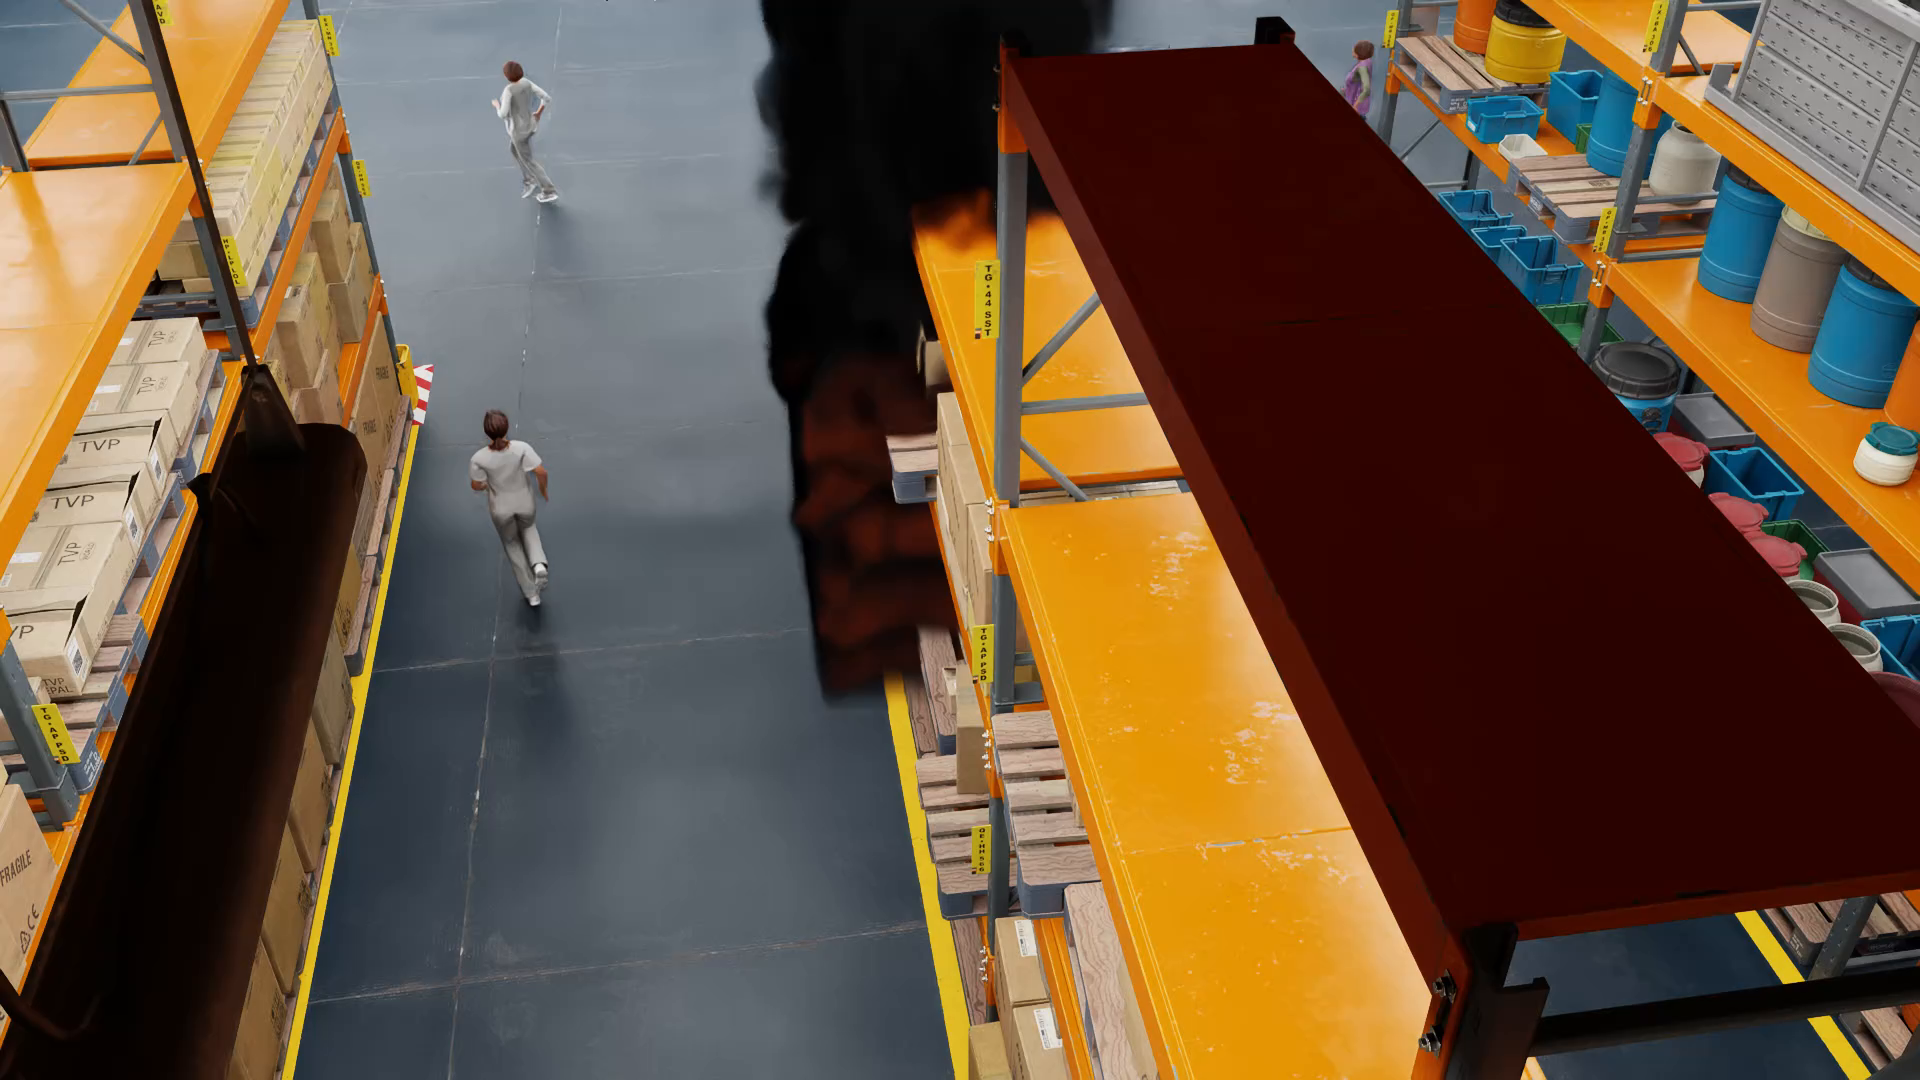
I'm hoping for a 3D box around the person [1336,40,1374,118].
[{"bbox_3d":[4.453,-4.870,18.768,0.567,1.557,0.584,12,38,16],"label":"person"}]

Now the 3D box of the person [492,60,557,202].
[{"bbox_3d":[-4.763,-4.441,18.150,0.703,1.639,0.503,13,38,17],"label":"person"}]

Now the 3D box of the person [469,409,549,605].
[{"bbox_3d":[-3.348,-0.280,12.470,0.550,1.620,0.593,-13,38,-17],"label":"person"}]
